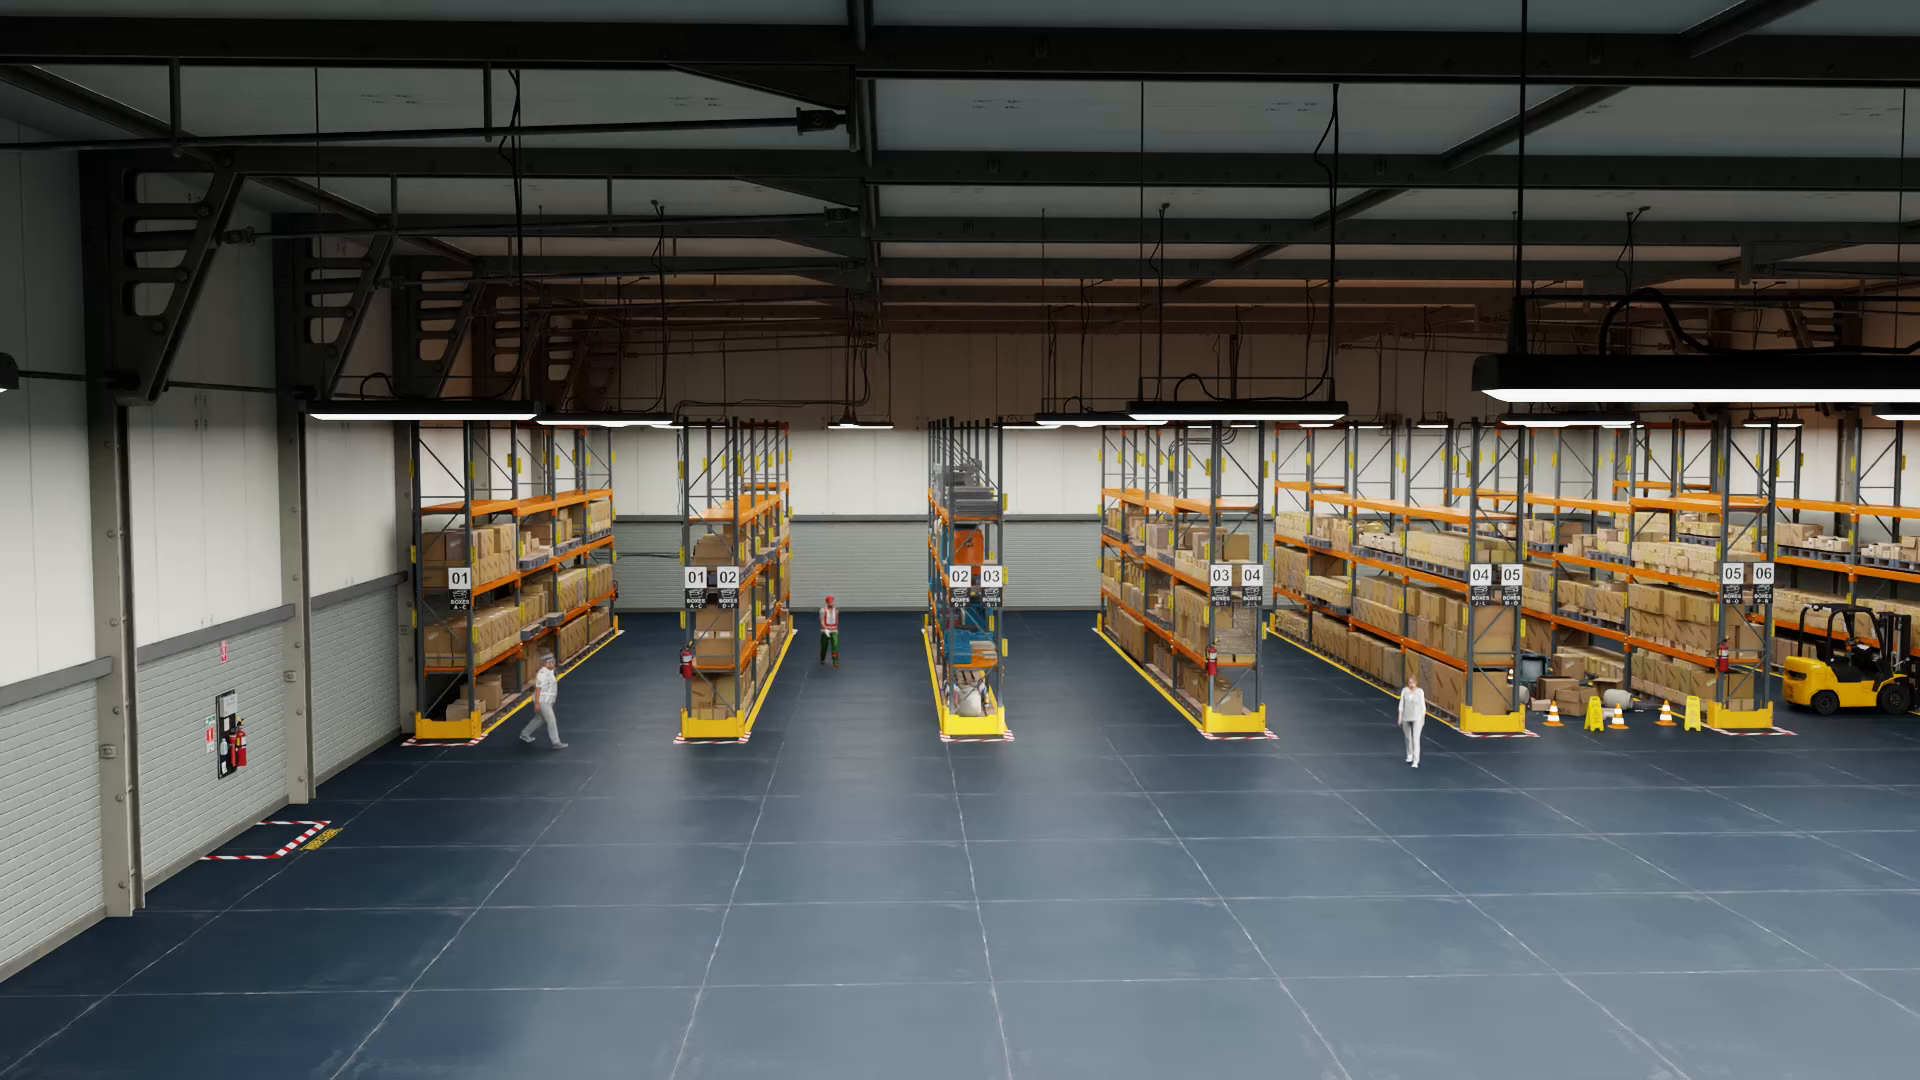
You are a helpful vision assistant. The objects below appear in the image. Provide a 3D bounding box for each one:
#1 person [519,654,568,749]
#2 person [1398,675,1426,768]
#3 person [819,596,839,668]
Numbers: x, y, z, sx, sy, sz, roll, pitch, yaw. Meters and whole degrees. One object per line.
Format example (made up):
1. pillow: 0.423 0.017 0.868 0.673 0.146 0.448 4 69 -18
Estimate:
1. person: -7.554 2.903 30.122 1.119 1.703 0.555 1 4 15
2. person: 7.736 3.078 28.461 0.425 1.561 0.818 2 4 33
3. person: -3.149 2.221 40.337 0.510 1.720 1.068 -1 4 -21
